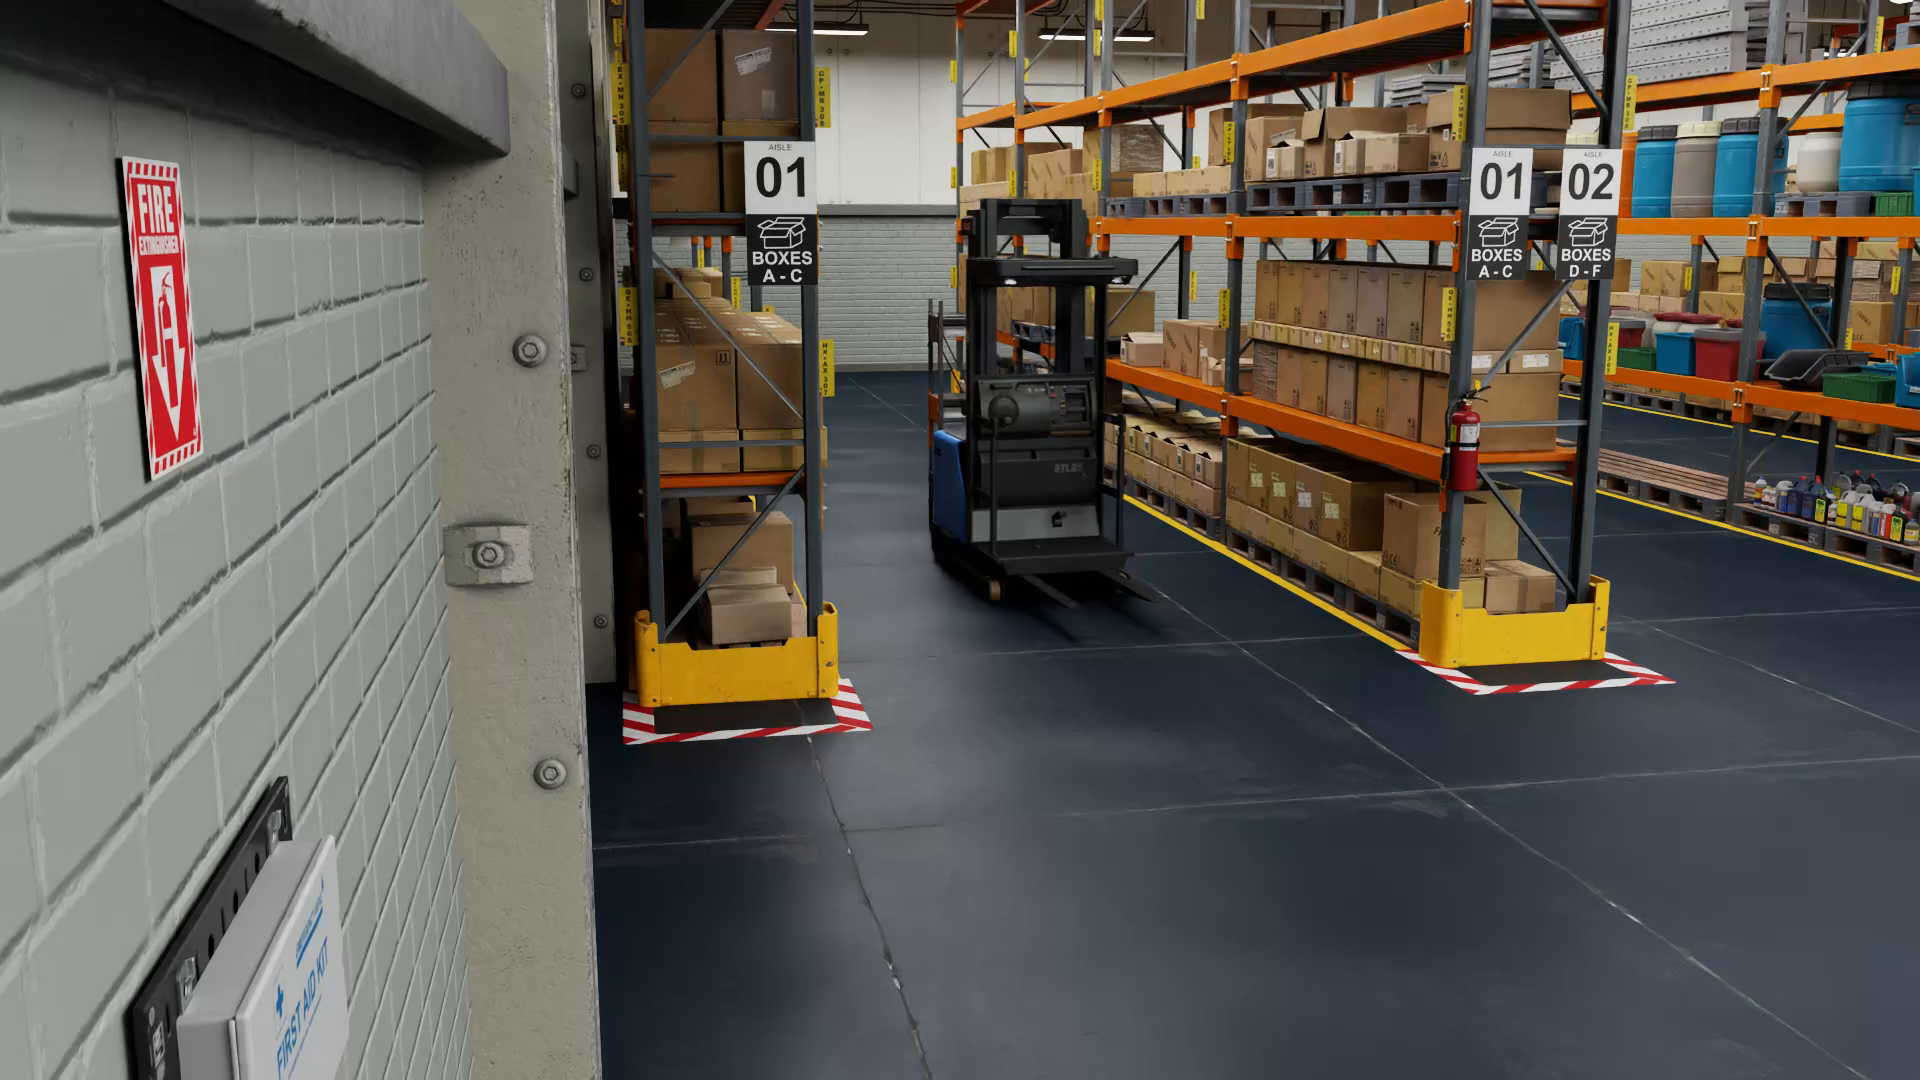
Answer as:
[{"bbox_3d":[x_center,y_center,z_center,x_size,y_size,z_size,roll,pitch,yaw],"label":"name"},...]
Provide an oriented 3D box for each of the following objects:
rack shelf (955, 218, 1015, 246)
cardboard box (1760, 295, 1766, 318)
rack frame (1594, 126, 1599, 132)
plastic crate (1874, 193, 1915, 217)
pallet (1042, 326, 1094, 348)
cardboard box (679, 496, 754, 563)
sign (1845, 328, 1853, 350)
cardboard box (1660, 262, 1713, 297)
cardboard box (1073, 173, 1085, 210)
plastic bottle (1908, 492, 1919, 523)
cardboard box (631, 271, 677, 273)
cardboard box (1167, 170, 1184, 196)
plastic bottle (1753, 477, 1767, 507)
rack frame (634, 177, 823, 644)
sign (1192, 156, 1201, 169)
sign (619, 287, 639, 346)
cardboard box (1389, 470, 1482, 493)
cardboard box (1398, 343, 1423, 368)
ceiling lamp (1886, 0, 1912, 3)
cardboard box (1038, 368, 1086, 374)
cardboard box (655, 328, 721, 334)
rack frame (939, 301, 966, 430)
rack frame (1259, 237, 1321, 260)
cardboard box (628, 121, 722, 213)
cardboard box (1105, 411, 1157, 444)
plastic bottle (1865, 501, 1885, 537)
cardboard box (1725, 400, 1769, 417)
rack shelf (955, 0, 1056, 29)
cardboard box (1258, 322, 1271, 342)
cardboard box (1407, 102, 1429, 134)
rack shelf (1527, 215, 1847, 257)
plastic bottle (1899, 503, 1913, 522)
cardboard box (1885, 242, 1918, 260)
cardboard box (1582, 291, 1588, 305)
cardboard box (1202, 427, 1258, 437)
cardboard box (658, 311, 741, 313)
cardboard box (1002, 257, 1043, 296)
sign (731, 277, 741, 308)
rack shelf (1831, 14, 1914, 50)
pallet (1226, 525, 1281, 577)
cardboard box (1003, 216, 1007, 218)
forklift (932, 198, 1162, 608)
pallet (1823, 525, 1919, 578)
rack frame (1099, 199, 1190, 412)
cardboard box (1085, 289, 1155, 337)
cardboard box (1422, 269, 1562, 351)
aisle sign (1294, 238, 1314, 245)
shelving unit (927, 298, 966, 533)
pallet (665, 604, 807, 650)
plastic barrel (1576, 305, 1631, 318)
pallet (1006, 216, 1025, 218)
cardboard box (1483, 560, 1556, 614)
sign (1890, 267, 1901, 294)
[{"bbox_3d":[0.832,-4.412,23.754,1.077,0.370,4.000,-2,11,-11],"label":"rack shelf"},{"bbox_3d":[10.978,-3.056,22.462,0.500,0.500,0.500,-2,11,-12],"label":"cardboard box"},{"bbox_3d":[10.160,-6.965,27.222,1.000,3.000,0.127,-2,11,-11],"label":"rack frame"},{"bbox_3d":[7.676,-2.707,13.441,0.336,0.188,0.450,-2,11,-11],"label":"plastic crate"},{"bbox_3d":[1.616,-2.453,20.076,1.003,0.211,1.213,-2,11,-11],"label":"pallet"},{"bbox_3d":[-1.841,-0.076,12.581,0.500,0.500,0.500,-3,11,-15],"label":"cardboard box"},{"bbox_3d":[8.178,-1.791,15.342,0.100,0.325,0.005,-2,11,-11],"label":"sign"},{"bbox_3d":[10.587,-3.800,24.237,0.500,0.500,0.500,-2,11,-9],"label":"cardboard box"},{"bbox_3d":[1.781,-3.886,18.801,0.910,0.500,0.500,-2,11,-11],"label":"cardboard box"},{"bbox_3d":[8.172,-0.283,14.268,0.152,0.276,0.135,-2,11,-10],"label":"plastic bottle"},{"bbox_3d":[-3.496,-2.940,18.999,0.500,0.250,0.500,-2,11,-12],"label":"cardboard box"},{"bbox_3d":[2.362,-3.515,16.398,0.500,0.250,0.500,-2,11,-12],"label":"cardboard box"},{"bbox_3d":[7.268,-0.438,15.097,0.097,0.271,0.097,0,11,0],"label":"plastic bottle"},{"bbox_3d":[-1.304,-0.543,9.526,1.000,3.000,0.127,-2,11,-11],"label":"rack frame"},{"bbox_3d":[2.545,-3.976,17.947,0.100,0.325,0.005,-2,11,-11],"label":"sign"},{"bbox_3d":[-1.852,-1.250,9.302,0.100,0.325,0.005,-2,11,-11],"label":"sign"},{"bbox_3d":[3.459,-0.237,12.144,0.500,0.500,0.500,-2,11,-11],"label":"cardboard box"},{"bbox_3d":[3.191,-1.249,11.237,0.380,0.149,0.250,-2,11,-12],"label":"cardboard box"},{"bbox_3d":[13.804,-9.046,22.545,0.800,3.185,2.000,-2,11,-11],"label":"ceiling lamp"},{"bbox_3d":[1.270,-2.000,20.686,0.500,0.250,0.500,-2,11,-11],"label":"cardboard box"},{"bbox_3d":[-1.797,-1.113,10.866,0.500,0.500,0.500,-2,11,-13],"label":"cardboard box"},{"bbox_3d":[0.015,-1.017,14.425,0.400,2.100,0.015,-2,11,-11],"label":"rack frame"},{"bbox_3d":[5.302,-3.838,26.837,1.000,3.000,0.127,-2,11,-11],"label":"rack frame"},{"bbox_3d":[-1.633,-2.143,9.588,0.500,0.500,0.500,-1,11,-7],"label":"cardboard box"},{"bbox_3d":[1.812,-1.215,17.790,0.500,0.311,0.500,-2,11,-9],"label":"cardboard box"},{"bbox_3d":[7.578,-0.175,13.701,0.152,0.276,0.135,-2,11,-13],"label":"plastic bottle"},{"bbox_3d":[11.257,-2.166,22.614,1.225,0.875,0.875,-3,11,-13],"label":"cardboard box"},{"bbox_3d":[0.832,-7.518,23.162,1.077,0.370,4.000,-2,11,-11],"label":"rack shelf"},{"bbox_3d":[2.688,-1.723,13.723,0.380,0.149,0.250,-2,11,-10],"label":"cardboard box"},{"bbox_3d":[3.500,-2.836,11.787,0.500,0.500,0.500,-2,11,-11],"label":"cardboard box"},{"bbox_3d":[7.247,-3.124,16.988,1.077,0.370,4.000,-2,11,-11],"label":"rack shelf"},{"bbox_3d":[7.709,-0.157,13.587,0.061,0.283,0.133,-2,11,-11],"label":"plastic bottle"},{"bbox_3d":[15.159,-4.492,26.539,0.500,0.500,0.500,-2,11,-13],"label":"cardboard box"},{"bbox_3d":[10.191,-3.805,26.271,0.500,0.250,0.500,-2,11,-13],"label":"cardboard box"},{"bbox_3d":[2.640,-0.955,16.423,0.500,0.311,0.500,-2,11,-9],"label":"cardboard box"},{"bbox_3d":[-2.147,-1.636,13.827,0.700,0.500,0.500,-2,11,-11],"label":"cardboard box"},{"bbox_3d":[0.868,-3.548,22.375,0.500,0.500,0.500,-2,11,-11],"label":"cardboard box"},{"bbox_3d":[-2.329,-2.561,17.247,0.100,0.325,0.005,-2,11,-11],"label":"sign"},{"bbox_3d":[15.434,-8.039,25.902,1.077,0.370,4.000,-2,11,-11],"label":"rack shelf"},{"bbox_3d":[2.890,0.060,13.817,1.003,0.211,1.213,-2,11,-11],"label":"pallet"},{"bbox_3d":[0.865,-4.404,22.191,0.500,0.250,0.500,-2,11,-11],"label":"cardboard box"},{"bbox_3d":[0.649,-1.060,12.427,1.130,2.935,3.031,-3,11,-15],"label":"forklift"},{"bbox_3d":[7.966,0.082,13.701,1.003,0.211,1.213,-2,11,-11],"label":"pallet"},{"bbox_3d":[1.999,-2.191,18.185,1.000,3.000,0.127,-2,11,-11],"label":"rack frame"},{"bbox_3d":[1.766,-2.558,18.722,0.700,0.500,0.500,-6,12,-30],"label":"cardboard box"},{"bbox_3d":[3.466,-1.506,10.849,0.700,0.500,0.500,-2,11,-11],"label":"cardboard box"},{"bbox_3d":[5.575,-5.139,26.719,0.394,0.787,0.004,-2,11,-11],"label":"aisle sign"},{"bbox_3d":[-0.032,-1.062,14.660,0.431,2.100,0.503,-2,11,-11],"label":"shelving unit"},{"bbox_3d":[-1.442,0.663,10.650,1.003,0.211,1.213,-2,11,-11],"label":"pallet"},{"bbox_3d":[7.245,-2.363,18.726,0.600,0.536,0.708,-2,11,-11],"label":"plastic barrel"},{"bbox_3d":[1.279,-4.184,21.135,1.213,0.211,1.003,-2,11,-11],"label":"pallet"},{"bbox_3d":[3.668,0.314,11.254,0.500,0.250,0.500,-2,11,-11],"label":"cardboard box"},{"bbox_3d":[11.173,-3.099,19.857,0.100,0.325,0.005,-2,11,-11],"label":"sign"}]
